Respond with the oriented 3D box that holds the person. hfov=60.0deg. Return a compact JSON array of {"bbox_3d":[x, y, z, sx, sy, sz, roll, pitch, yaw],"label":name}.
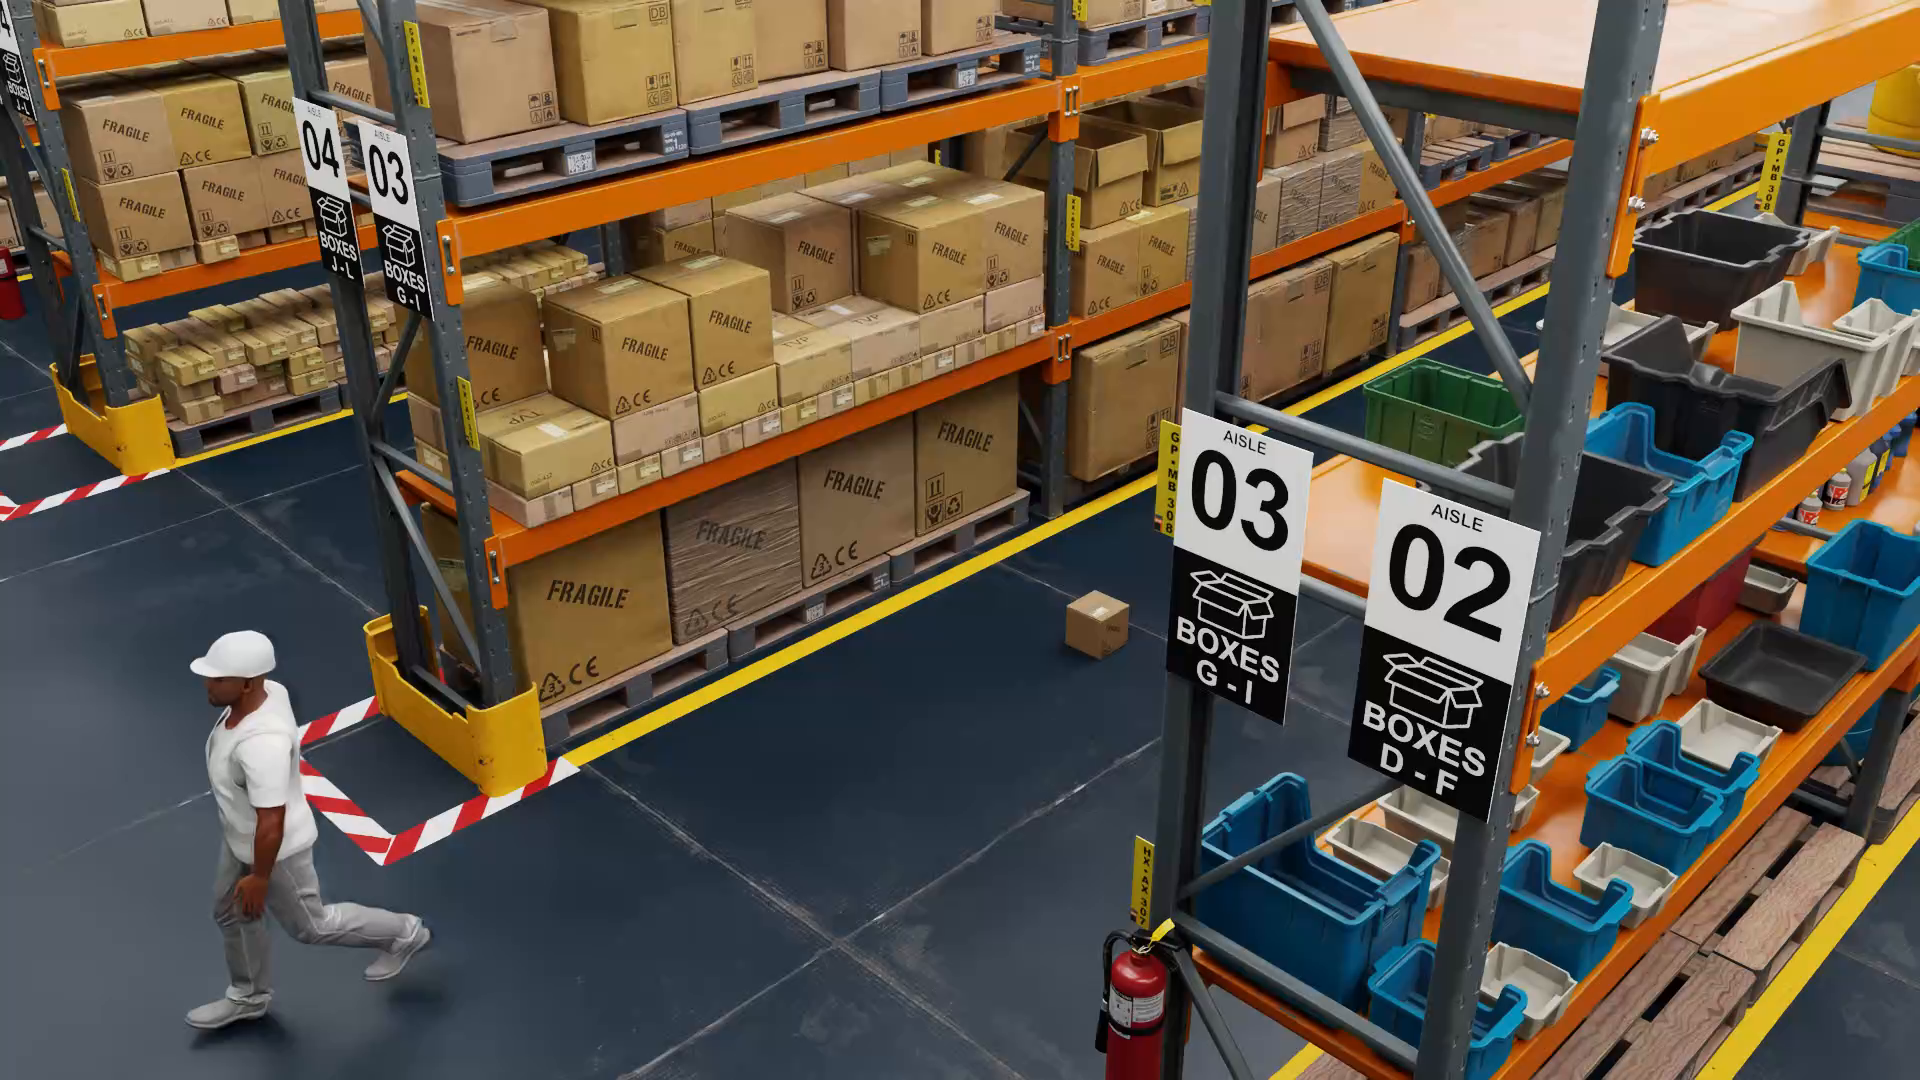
[{"bbox_3d":[-2.640,1.134,6.424,0.959,1.736,0.587,-16,31,-27],"label":"person"}]
